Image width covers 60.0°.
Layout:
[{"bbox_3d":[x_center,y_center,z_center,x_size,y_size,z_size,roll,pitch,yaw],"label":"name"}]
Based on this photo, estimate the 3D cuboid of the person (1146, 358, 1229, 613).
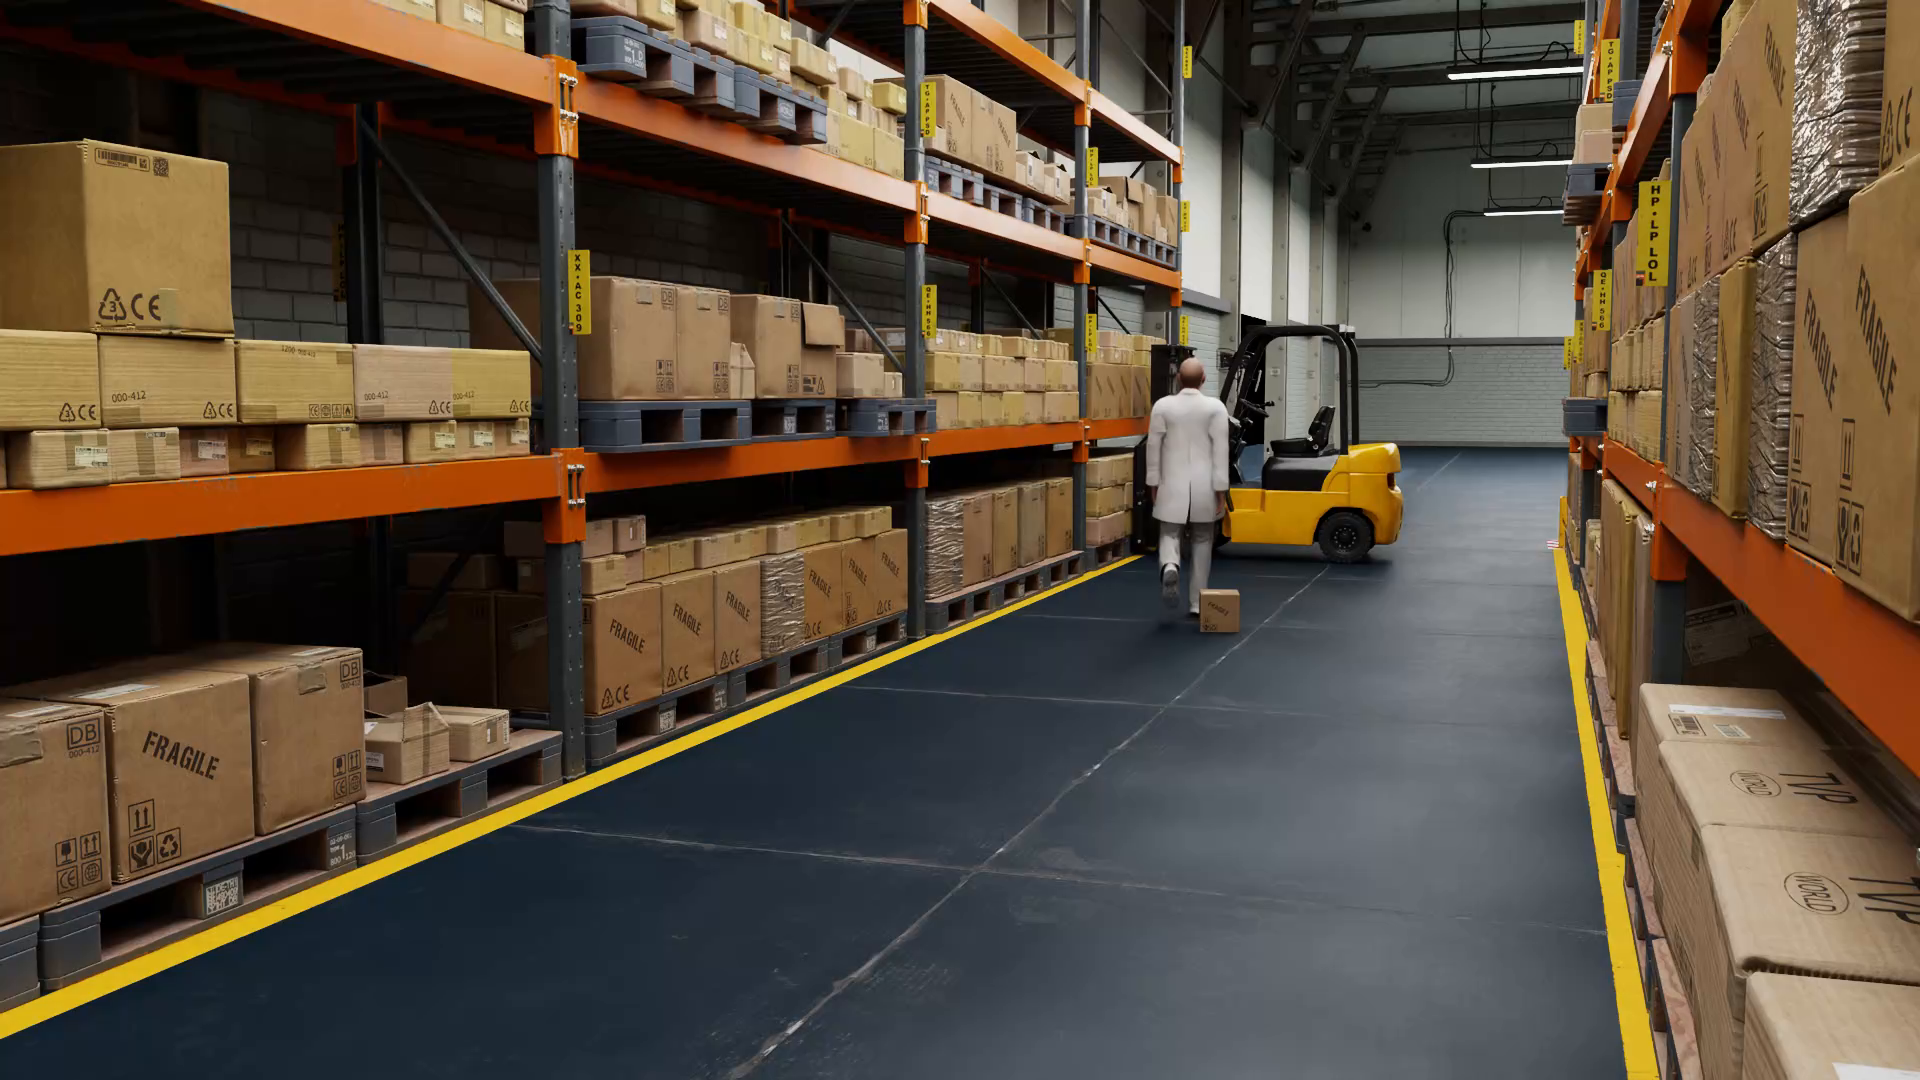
[{"bbox_3d":[1.553,-0.365,11.370,0.570,1.755,0.794,1,5,12],"label":"person"}]
